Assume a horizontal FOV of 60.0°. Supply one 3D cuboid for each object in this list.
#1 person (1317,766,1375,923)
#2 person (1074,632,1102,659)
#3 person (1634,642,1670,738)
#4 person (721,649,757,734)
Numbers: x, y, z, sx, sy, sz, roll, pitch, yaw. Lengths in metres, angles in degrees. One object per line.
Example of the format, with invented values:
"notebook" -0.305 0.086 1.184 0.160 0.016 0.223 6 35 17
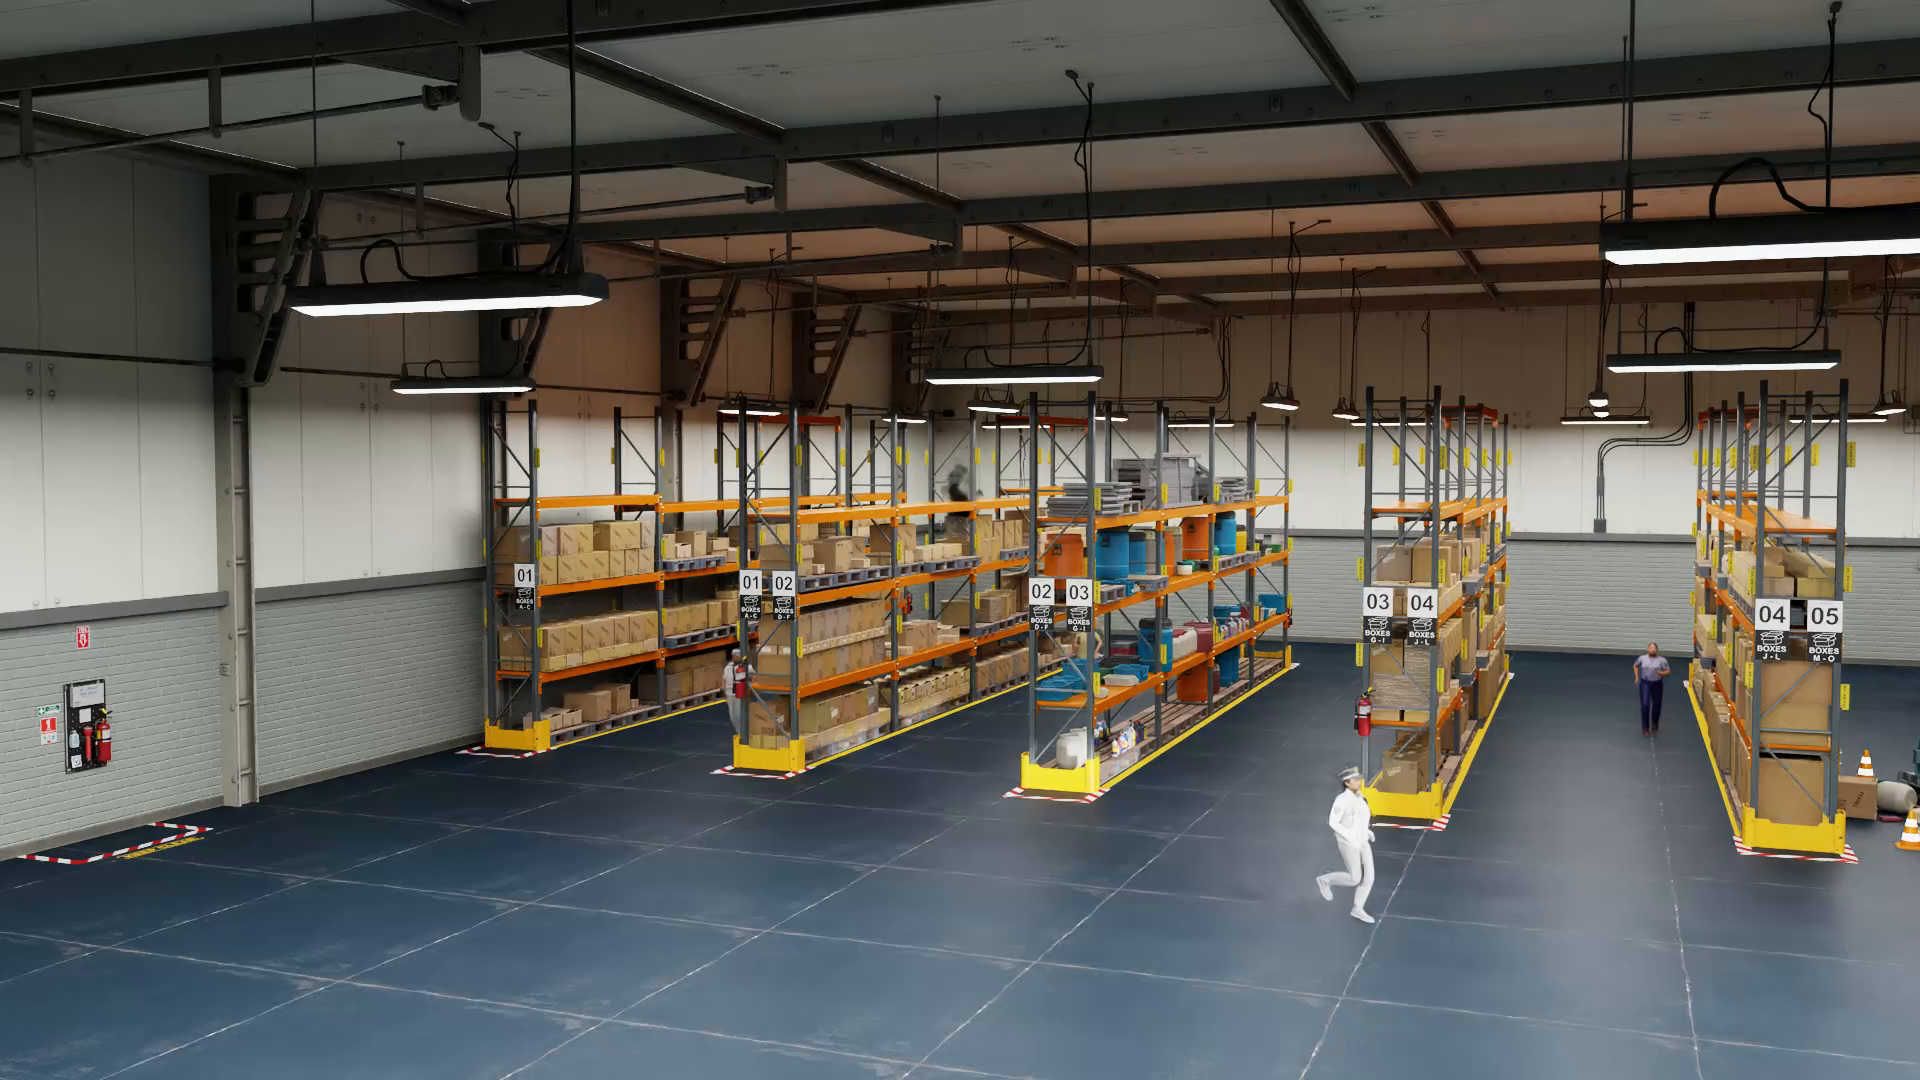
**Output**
"person" 4.249 3.289 18.155 0.625 1.672 0.676 -3 4 -43
"person" 2.632 2.453 34.466 0.561 1.629 0.617 1 3 11
"person" 12.509 2.684 30.071 0.594 1.678 0.860 1 3 18
"person" -3.946 2.737 29.282 0.603 1.628 0.560 1 3 20
